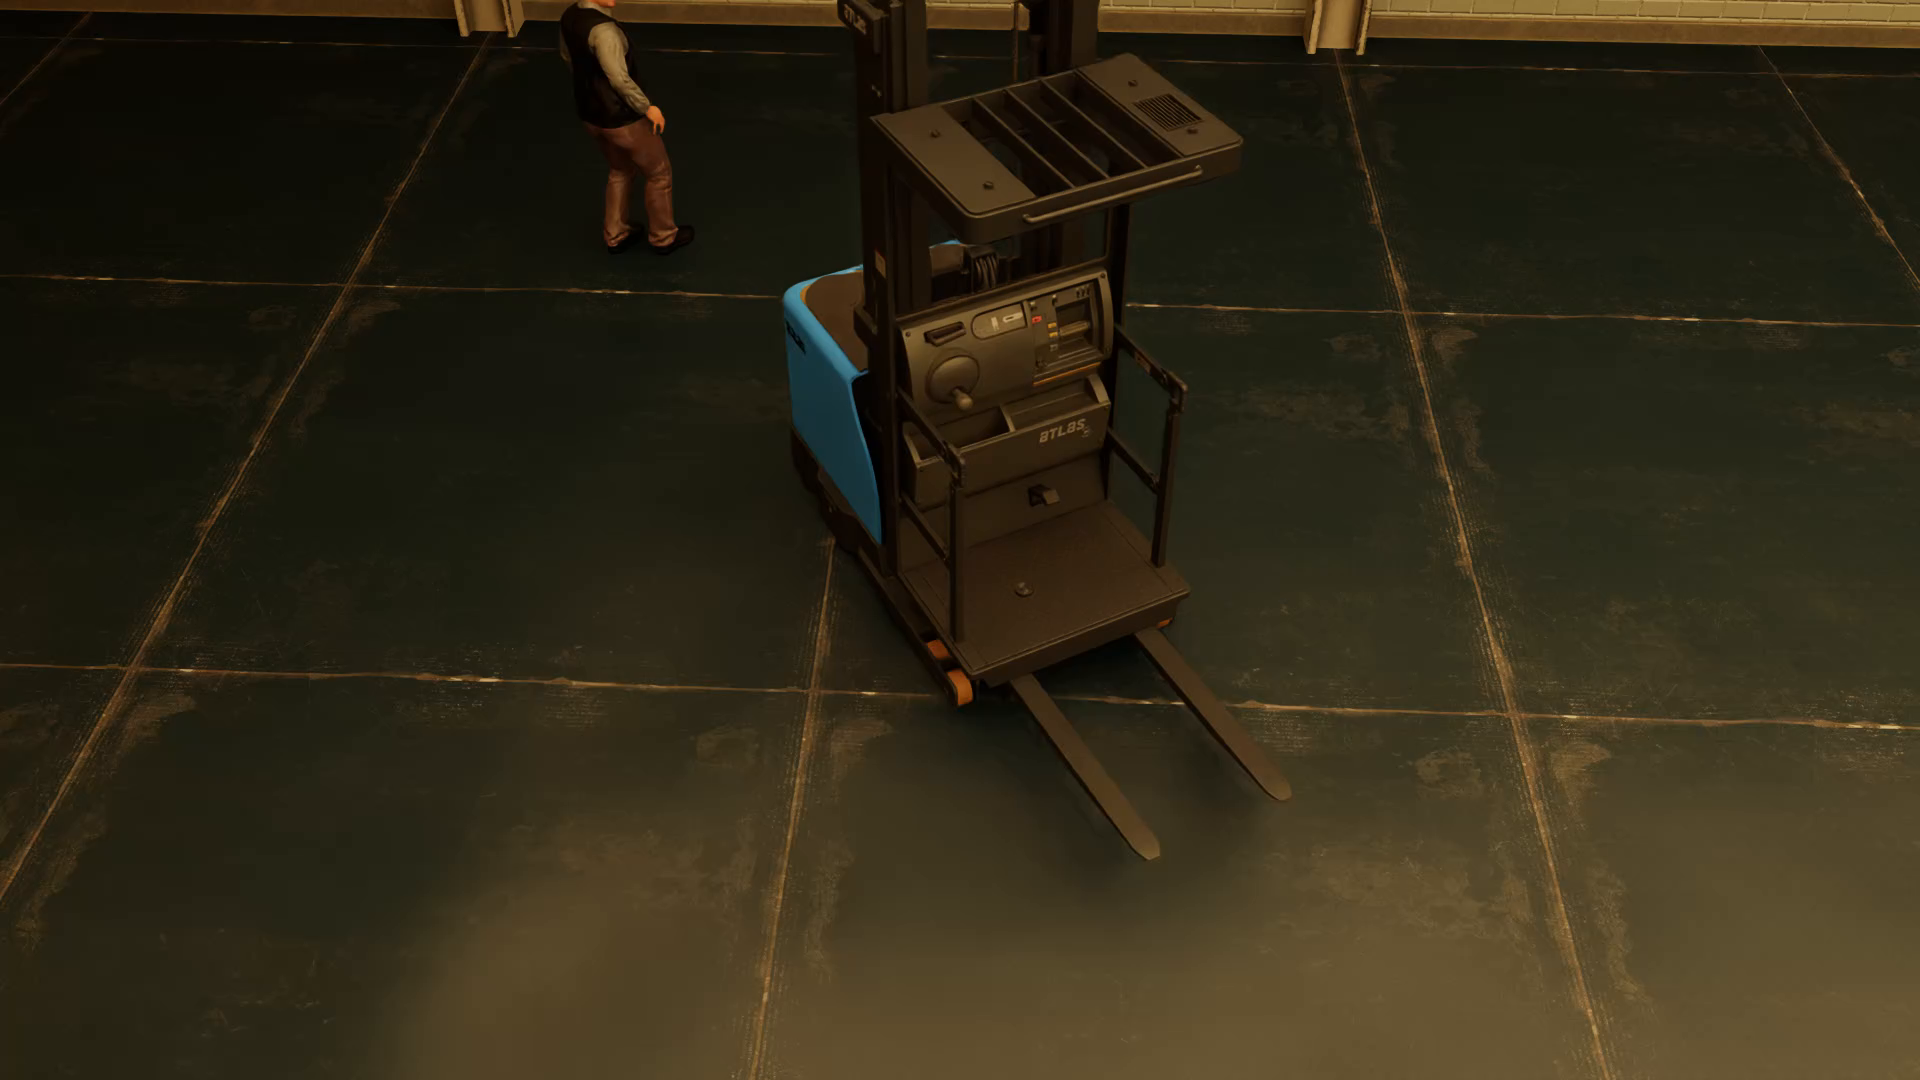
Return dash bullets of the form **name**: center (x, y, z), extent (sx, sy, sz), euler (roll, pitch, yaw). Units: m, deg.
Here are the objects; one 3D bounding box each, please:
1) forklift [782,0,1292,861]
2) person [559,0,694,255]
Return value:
- **forklift**: center (0.301, -0.718, 6.529), extent (1.130, 2.935, 3.031), euler (-19, 46, -20)
- **person**: center (-1.886, -2.411, 9.298), extent (0.726, 1.703, 0.512), euler (33, 52, 31)
